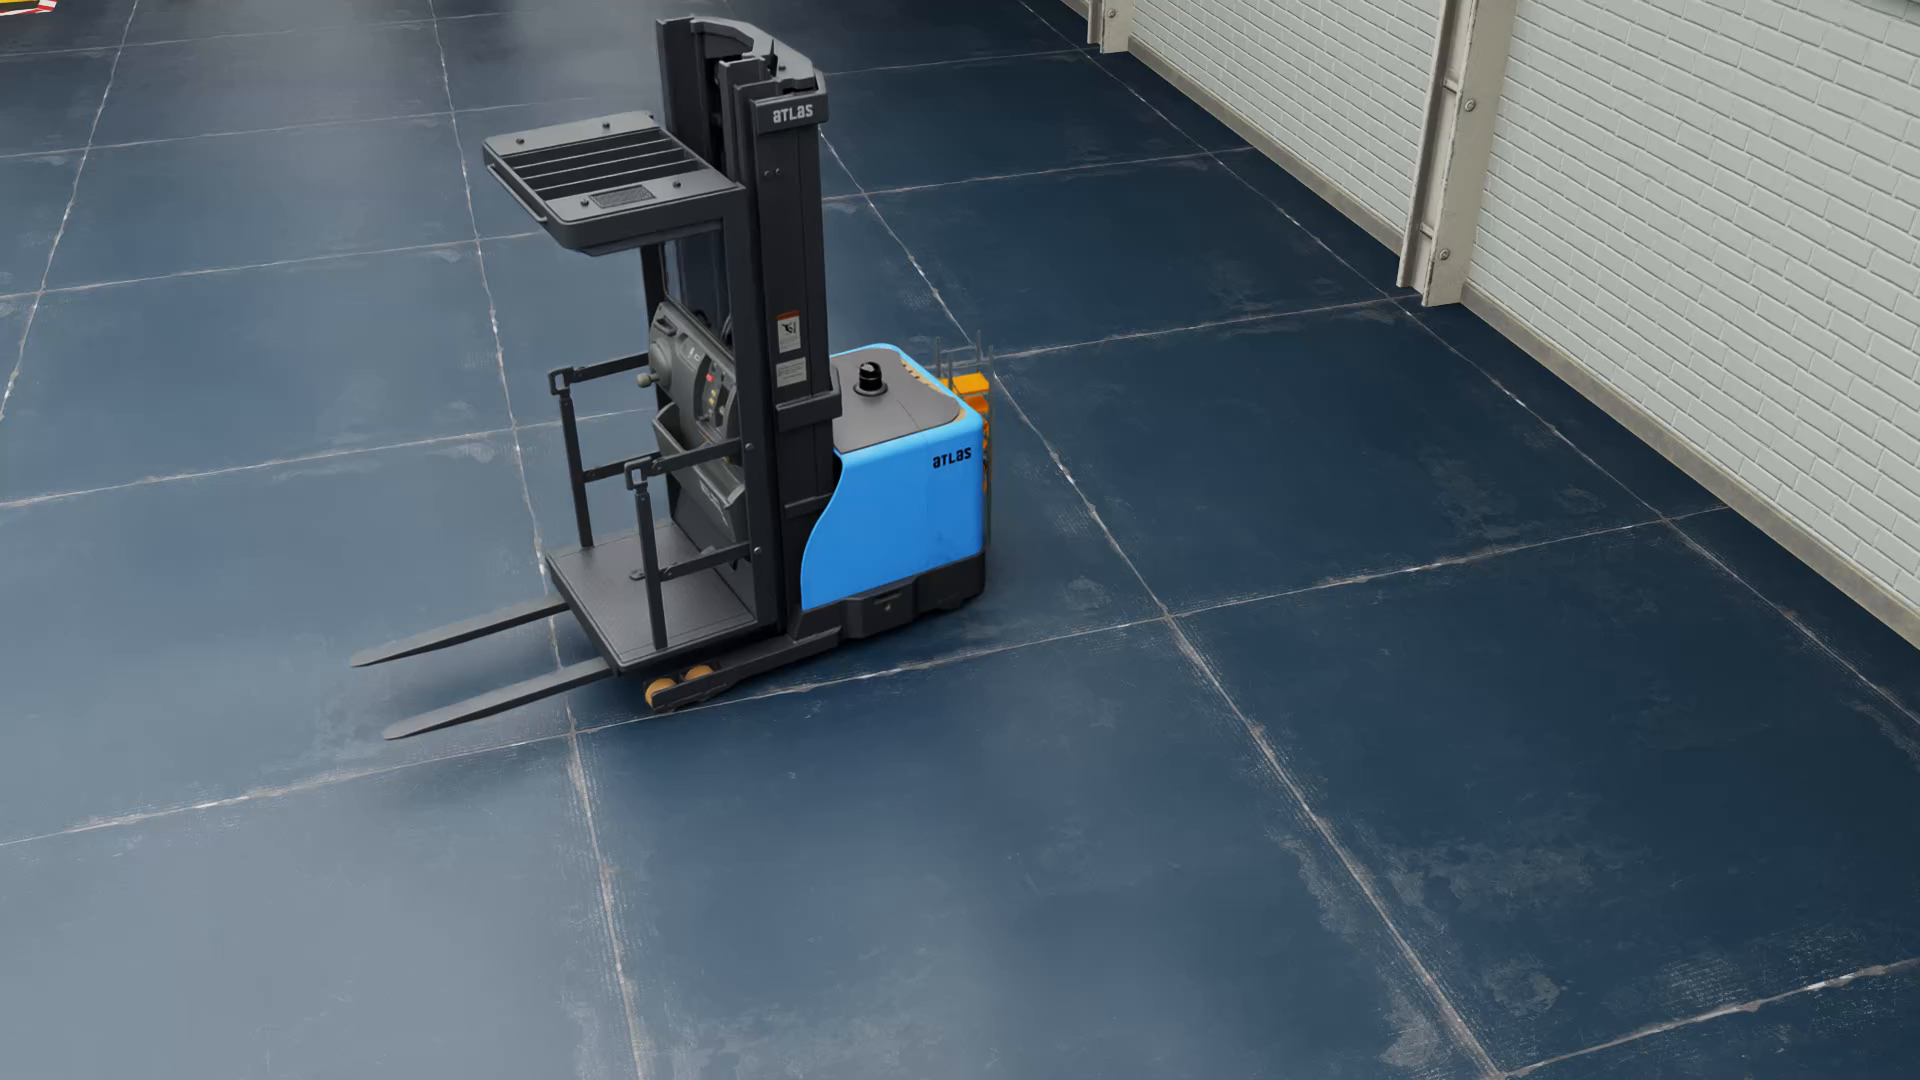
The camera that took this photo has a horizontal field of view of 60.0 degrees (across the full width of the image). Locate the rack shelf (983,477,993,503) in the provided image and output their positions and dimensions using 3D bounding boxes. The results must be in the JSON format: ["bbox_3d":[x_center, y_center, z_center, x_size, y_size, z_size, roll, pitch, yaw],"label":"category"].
[{"bbox_3d":[0.022,-0.265,8.898,0.258,0.103,0.180,-11,35,-17],"label":"rack shelf"}]

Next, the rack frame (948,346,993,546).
[{"bbox_3d":[0.053,-0.455,8.669,0.240,1.200,0.006,-11,35,-17],"label":"rack frame"}]

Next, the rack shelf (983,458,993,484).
[{"bbox_3d":[0.022,-0.365,8.832,0.258,0.103,0.180,-11,35,-17],"label":"rack shelf"}]

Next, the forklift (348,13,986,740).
[{"bbox_3d":[-1.402,-0.737,7.527,3.031,2.935,1.130,-18,37,-25],"label":"forklift"}]

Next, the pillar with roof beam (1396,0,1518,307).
[{"bbox_3d":[-0.795,-4.772,8.129,9.100,9.000,0.400,-10,35,-15],"label":"pillar with roof beam"}]

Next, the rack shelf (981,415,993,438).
[{"bbox_3d":[0.022,-0.565,8.699,0.258,0.103,0.180,-11,35,-17],"label":"rack shelf"}]

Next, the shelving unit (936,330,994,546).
[{"bbox_3d":[0.022,-0.502,8.741,0.258,1.200,0.189,-11,35,-17],"label":"shelving unit"}]

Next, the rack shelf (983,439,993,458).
[{"bbox_3d":[0.022,-0.465,8.765,0.258,0.103,0.180,-11,35,-17],"label":"rack shelf"}]

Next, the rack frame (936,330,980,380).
[{"bbox_3d":[-0.009,-0.549,8.813,0.240,1.200,0.006,-11,35,-17],"label":"rack frame"}]

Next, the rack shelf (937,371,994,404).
[{"bbox_3d":[0.022,-0.765,8.567,0.258,0.103,0.180,-11,35,-17],"label":"rack shelf"}]

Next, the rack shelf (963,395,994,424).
[{"bbox_3d":[0.022,-0.665,8.633,0.258,0.103,0.180,-11,35,-17],"label":"rack shelf"}]

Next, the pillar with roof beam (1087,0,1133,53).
[{"bbox_3d":[-2.625,-7.922,12.896,9.100,9.000,0.400,-10,35,-15],"label":"pillar with roof beam"}]
